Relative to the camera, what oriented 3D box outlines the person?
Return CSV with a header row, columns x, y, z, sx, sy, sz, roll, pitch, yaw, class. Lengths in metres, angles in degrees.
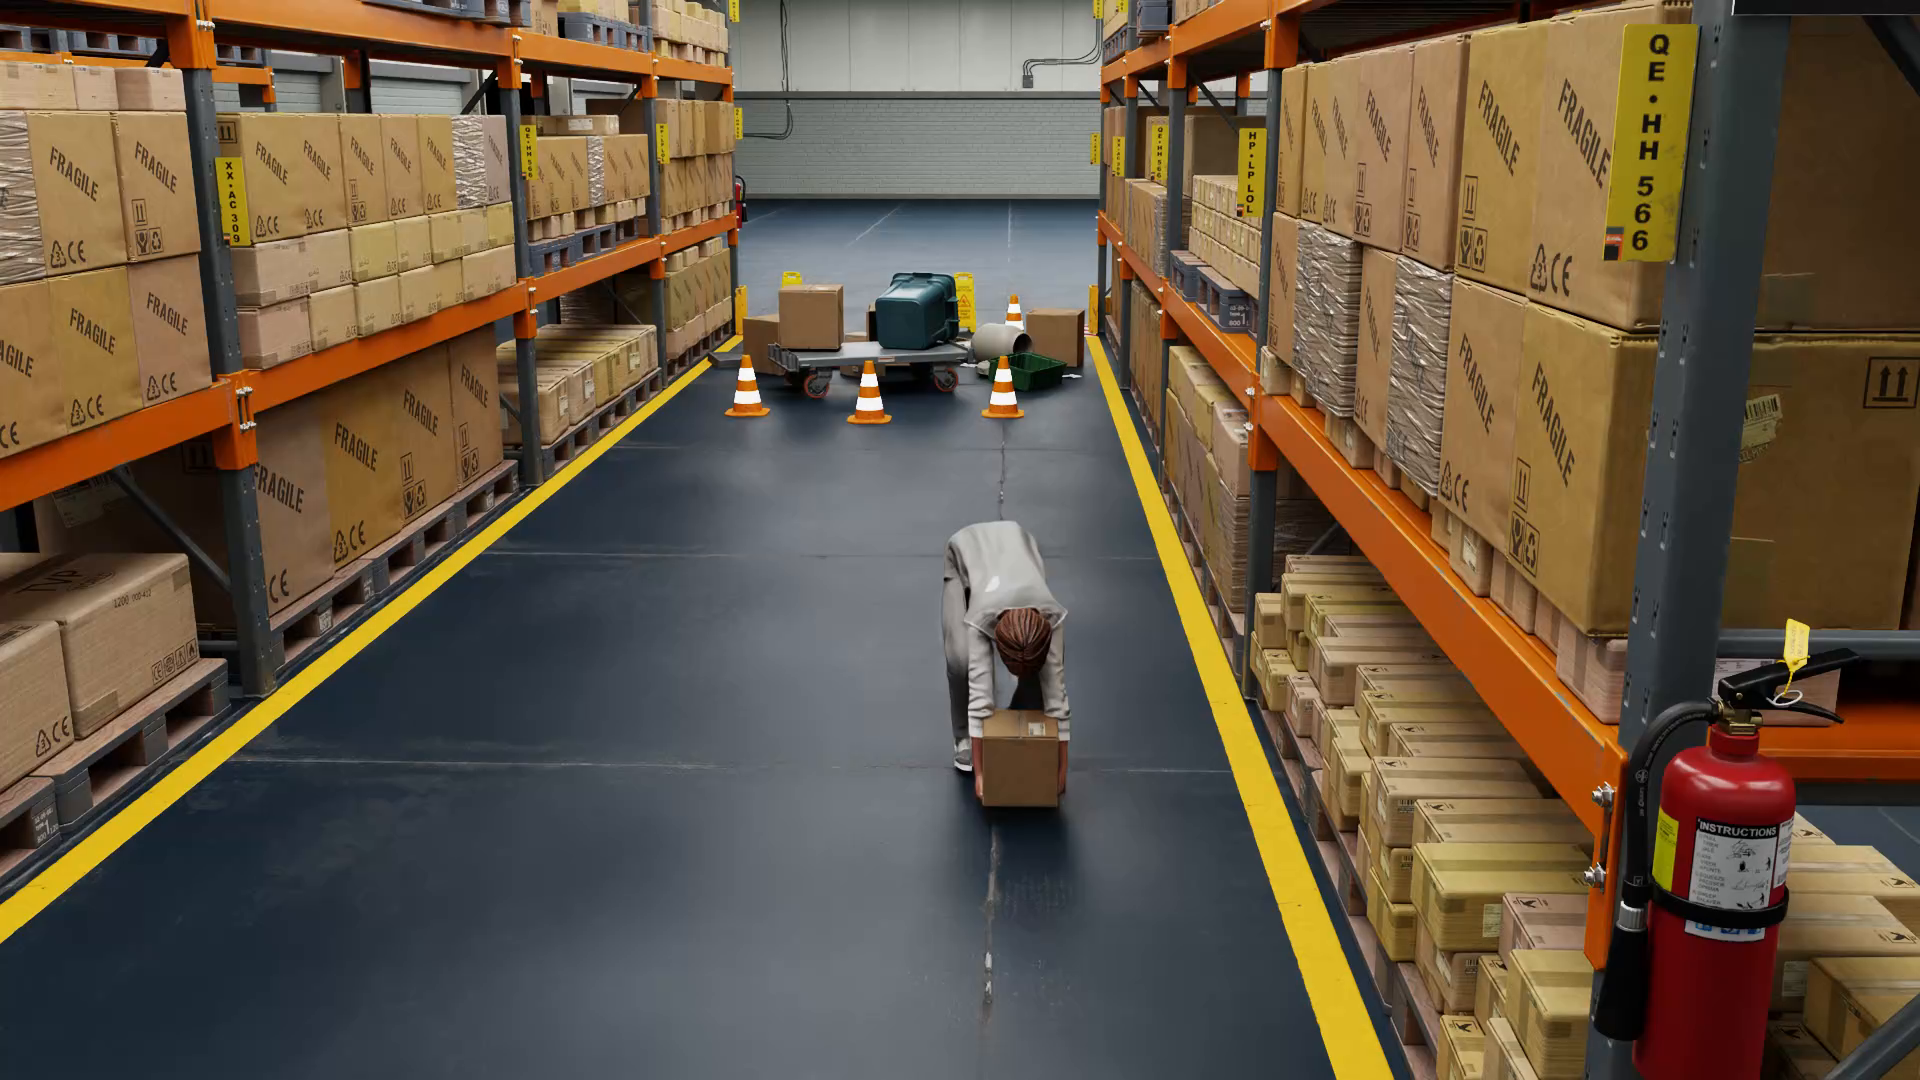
x,y,z,sx,sy,sz,roll,pitch,yaw,class
0.164,0.417,5.819,0.422,0.887,0.854,-2,14,-9,person
